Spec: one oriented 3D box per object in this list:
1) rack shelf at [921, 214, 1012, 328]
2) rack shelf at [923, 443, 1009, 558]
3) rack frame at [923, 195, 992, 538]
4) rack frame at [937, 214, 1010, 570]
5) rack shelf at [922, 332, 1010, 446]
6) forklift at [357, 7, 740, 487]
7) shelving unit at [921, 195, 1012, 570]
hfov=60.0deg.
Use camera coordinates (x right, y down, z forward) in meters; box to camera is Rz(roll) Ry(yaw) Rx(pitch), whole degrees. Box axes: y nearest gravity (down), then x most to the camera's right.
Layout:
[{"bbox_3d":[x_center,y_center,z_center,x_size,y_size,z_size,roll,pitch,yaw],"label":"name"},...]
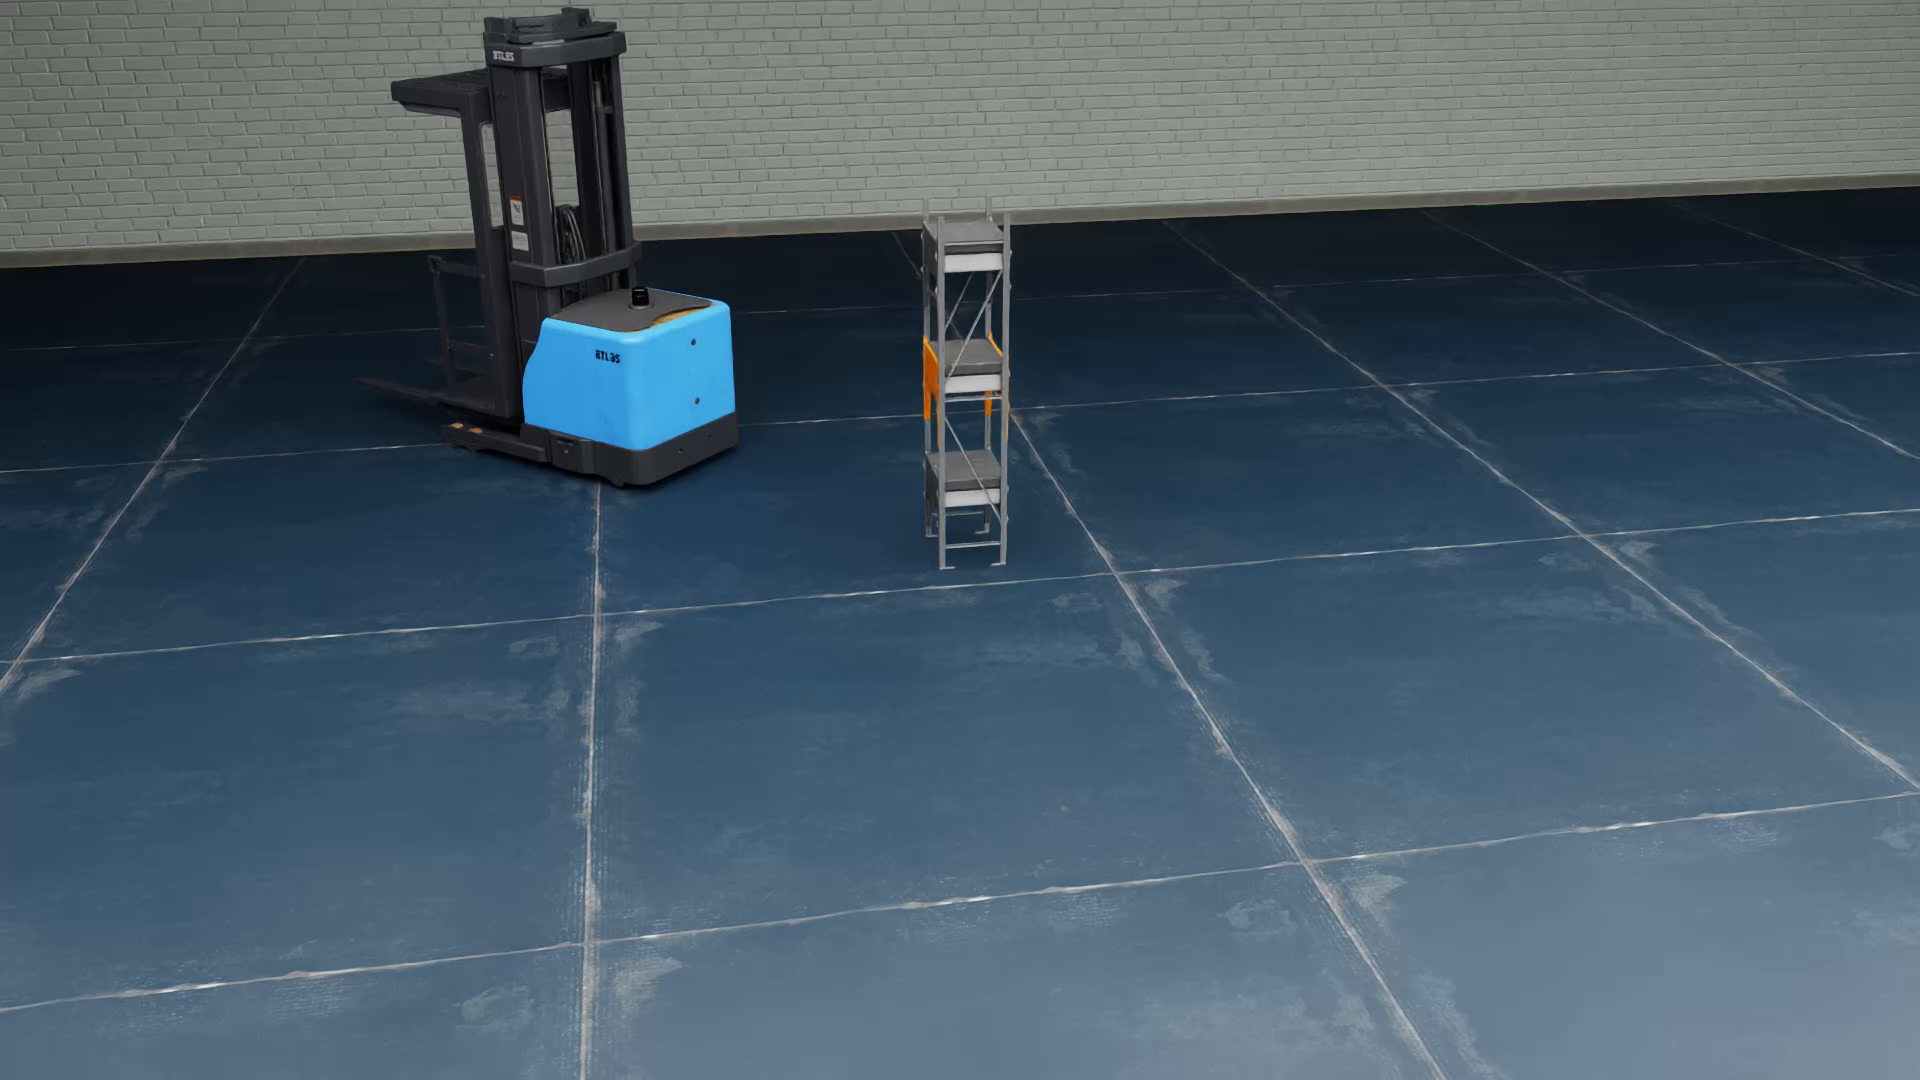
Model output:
[{"bbox_3d":[0.031,-1.526,9.406,0.431,0.518,0.480,-4,24,-10],"label":"rack shelf"},{"bbox_3d":[0.031,-0.243,9.966,0.431,0.518,0.480,-4,24,-10],"label":"rack shelf"},{"bbox_3d":[-0.015,-0.993,9.900,0.400,2.100,0.015,-4,24,-10],"label":"rack frame"},{"bbox_3d":[0.076,-0.801,9.461,0.400,2.100,0.015,-4,24,-10],"label":"rack frame"},{"bbox_3d":[0.031,-0.885,9.686,0.431,0.518,0.480,-4,24,-10],"label":"rack shelf"},{"bbox_3d":[-3.061,-2.124,11.452,3.031,2.935,1.130,14,27,30],"label":"forklift"},{"bbox_3d":[0.031,-0.897,9.681,0.431,2.100,0.503,-4,24,-10],"label":"shelving unit"}]
